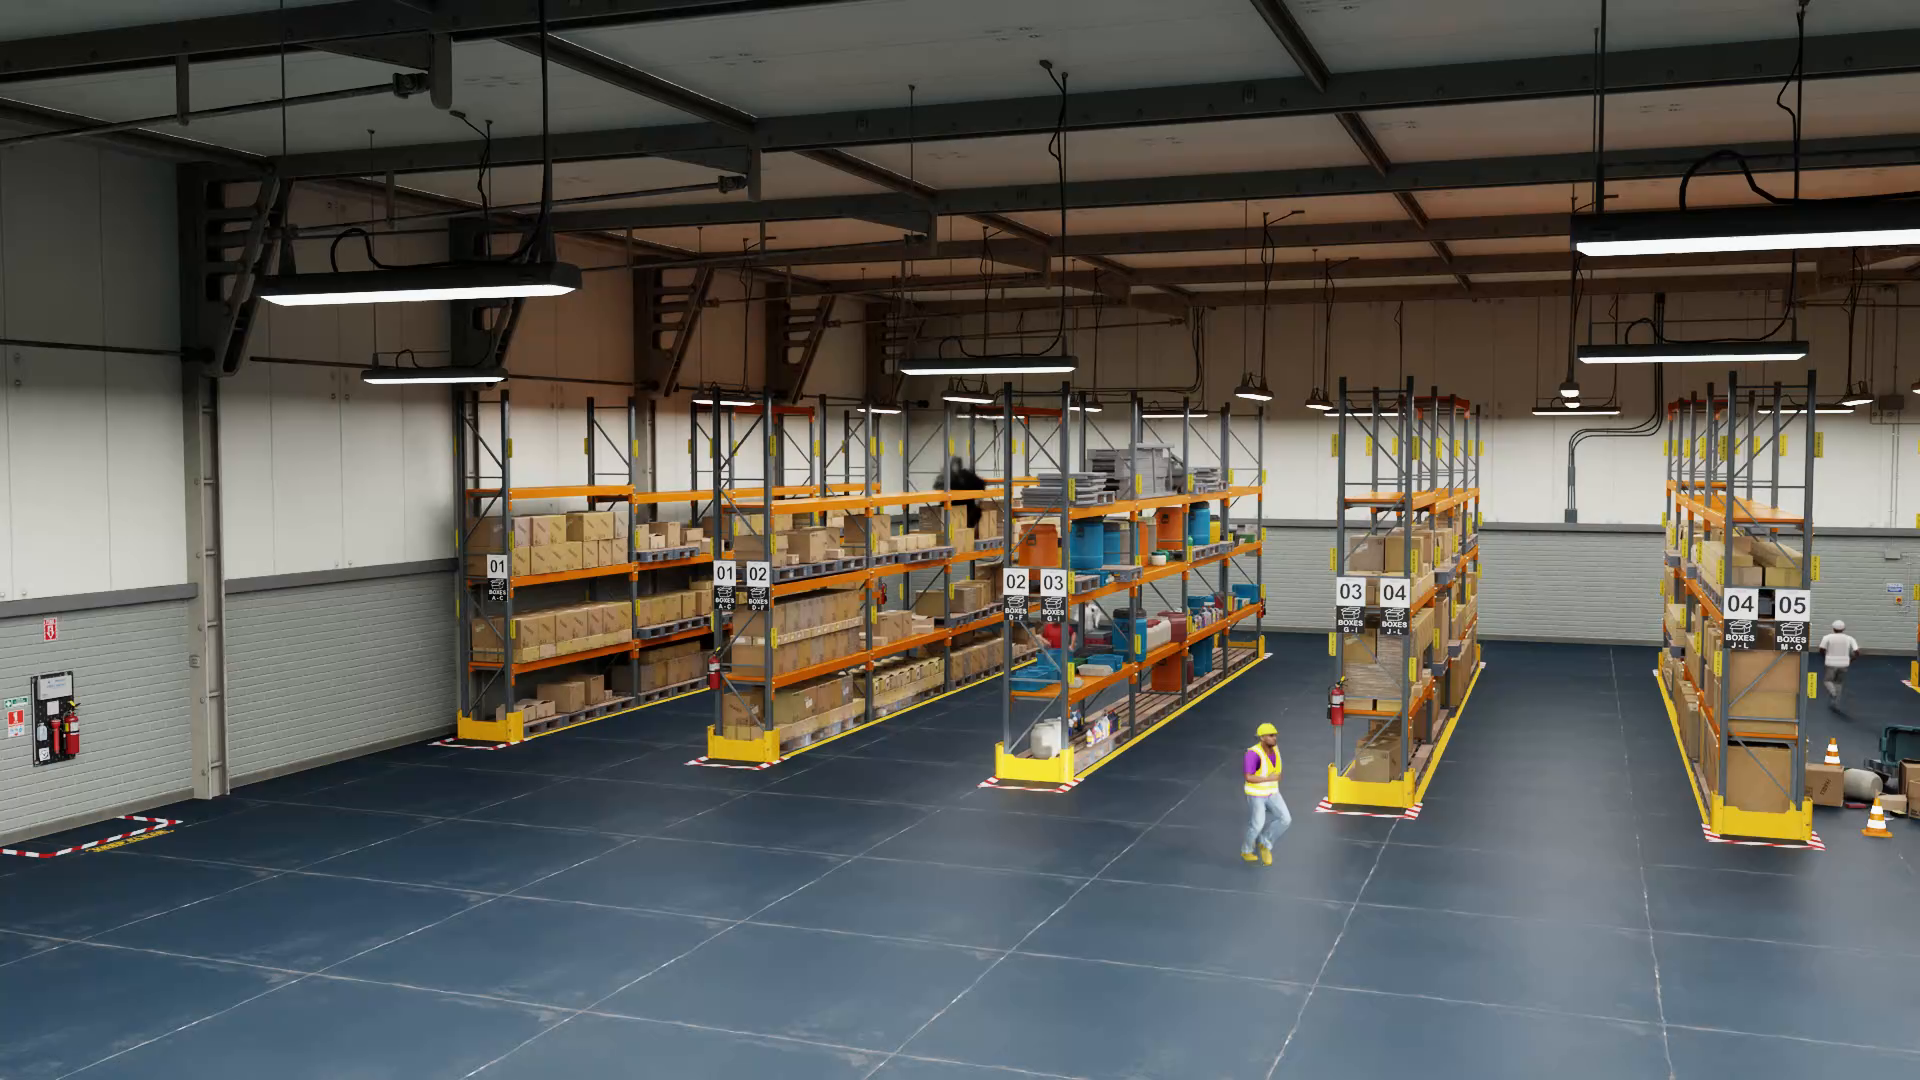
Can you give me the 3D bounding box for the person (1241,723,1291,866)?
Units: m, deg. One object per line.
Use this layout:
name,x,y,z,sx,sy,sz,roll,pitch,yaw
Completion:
person,3.638,3.024,19.814,0.737,1.720,0.784,-2,4,-35

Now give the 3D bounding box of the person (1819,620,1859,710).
person,16.767,2.390,31.766,0.686,1.722,0.589,1,3,16

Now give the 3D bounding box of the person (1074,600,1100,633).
person,2.900,2.062,37.980,0.562,1.719,0.857,1,3,14

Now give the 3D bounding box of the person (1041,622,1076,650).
person,1.950,2.315,33.450,0.656,1.734,0.716,1,3,19
